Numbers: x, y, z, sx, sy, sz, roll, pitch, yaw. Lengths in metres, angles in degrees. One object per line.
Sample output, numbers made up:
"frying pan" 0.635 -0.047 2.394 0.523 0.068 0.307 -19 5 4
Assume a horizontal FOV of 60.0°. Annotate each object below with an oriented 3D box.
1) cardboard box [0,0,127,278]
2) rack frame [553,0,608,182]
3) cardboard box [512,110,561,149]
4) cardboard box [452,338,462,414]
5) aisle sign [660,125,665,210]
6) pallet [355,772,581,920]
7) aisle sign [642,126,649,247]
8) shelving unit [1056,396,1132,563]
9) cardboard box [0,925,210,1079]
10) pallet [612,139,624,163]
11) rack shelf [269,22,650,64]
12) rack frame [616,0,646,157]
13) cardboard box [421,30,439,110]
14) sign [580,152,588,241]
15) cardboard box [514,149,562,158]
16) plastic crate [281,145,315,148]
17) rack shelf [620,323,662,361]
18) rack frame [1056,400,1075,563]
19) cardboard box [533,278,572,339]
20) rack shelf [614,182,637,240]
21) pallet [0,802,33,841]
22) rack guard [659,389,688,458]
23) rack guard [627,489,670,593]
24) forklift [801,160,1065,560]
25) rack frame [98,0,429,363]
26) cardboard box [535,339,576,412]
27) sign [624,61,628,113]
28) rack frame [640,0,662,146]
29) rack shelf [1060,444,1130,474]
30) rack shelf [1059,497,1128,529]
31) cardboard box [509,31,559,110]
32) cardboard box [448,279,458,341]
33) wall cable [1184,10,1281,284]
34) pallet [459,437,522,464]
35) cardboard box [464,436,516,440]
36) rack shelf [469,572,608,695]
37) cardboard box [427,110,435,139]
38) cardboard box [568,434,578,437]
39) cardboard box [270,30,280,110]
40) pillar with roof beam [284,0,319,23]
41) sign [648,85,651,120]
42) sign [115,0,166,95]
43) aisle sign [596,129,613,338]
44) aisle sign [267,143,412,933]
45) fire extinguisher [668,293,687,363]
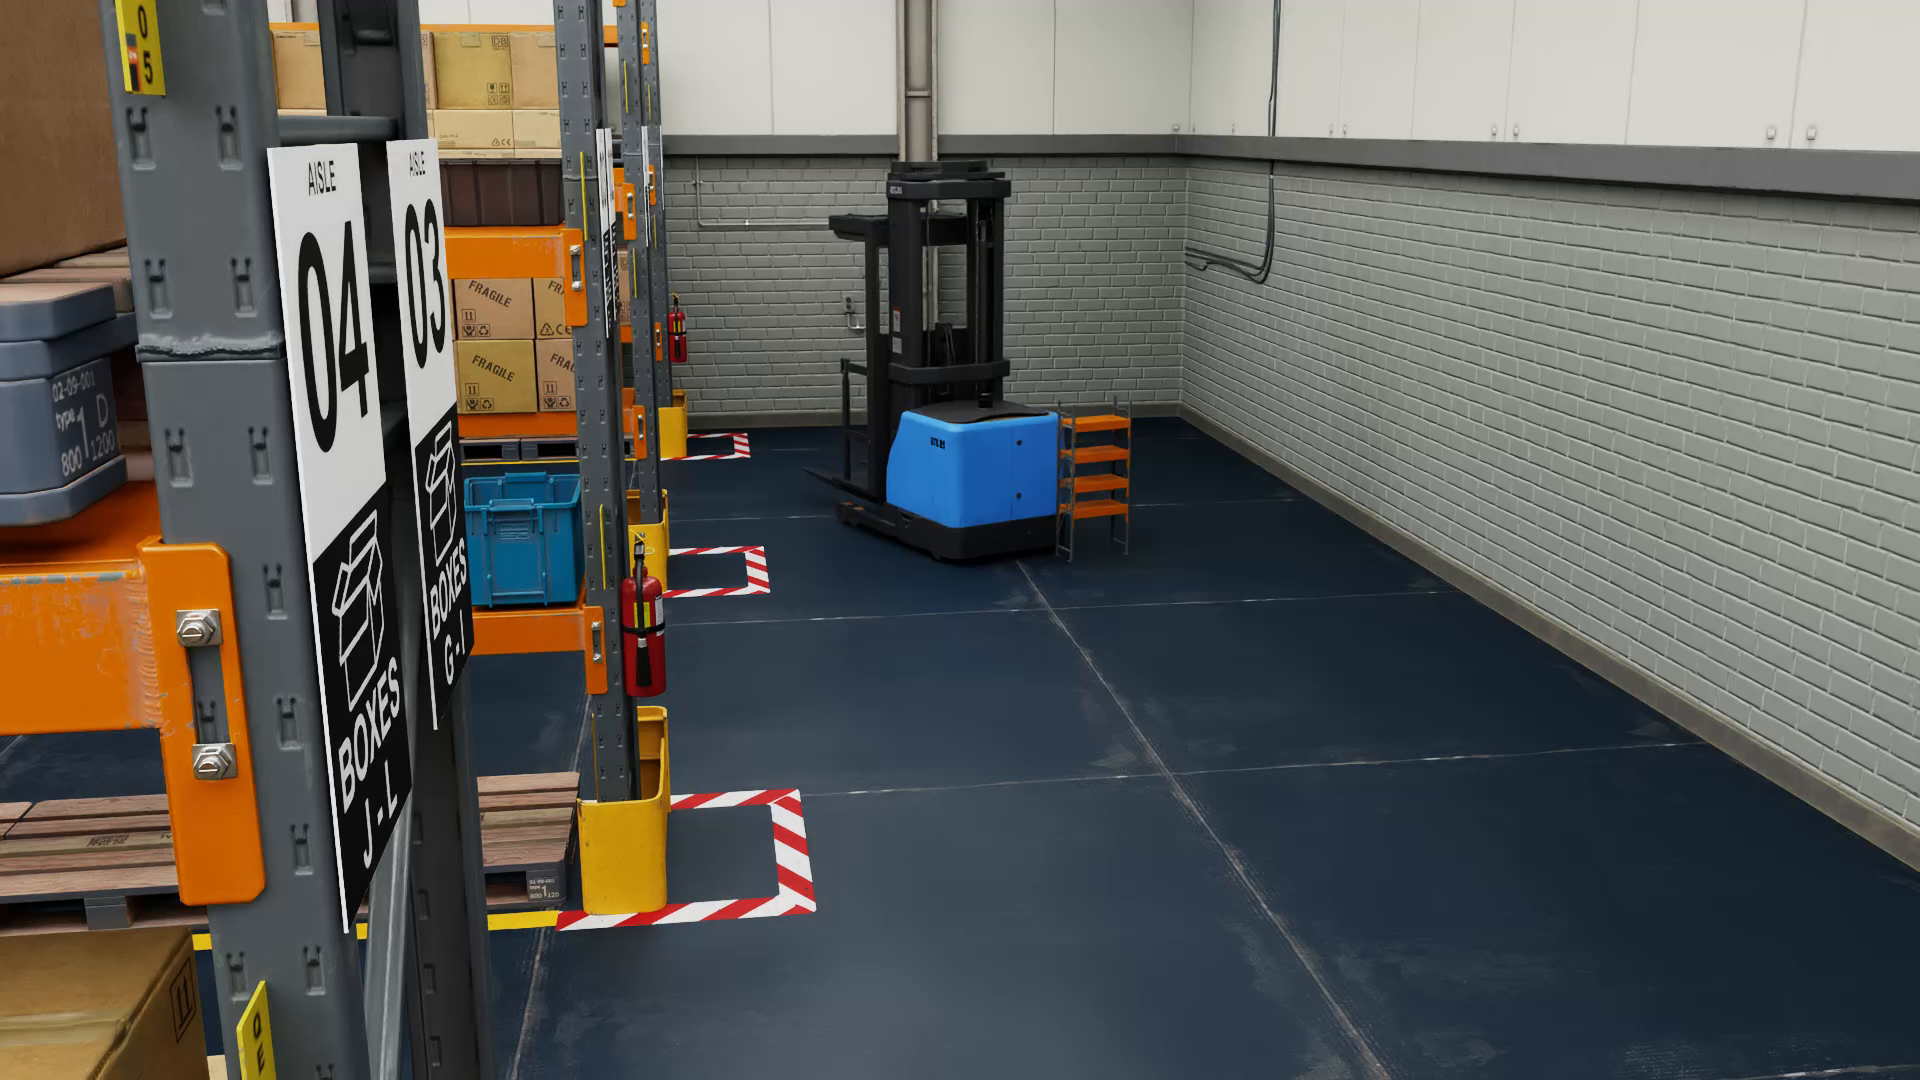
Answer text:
"cardboard box" -1.284 -0.557 1.834 0.500 0.500 0.700 -3 14 -12
"rack frame" -1.516 -2.934 6.422 0.127 3.000 1.000 -2 14 -8
"cardboard box" -2.720 -2.760 11.177 0.500 0.250 0.500 -2 14 -8
"cardboard box" -3.659 -1.146 11.420 0.500 0.500 0.500 -2 14 -8
"aisle sign" -2.876 -3.599 16.060 0.004 0.787 0.394 -2 14 -8
"pallet" -2.337 1.349 7.409 1.213 0.211 1.003 -2 14 -8
"aisle sign" -2.137 -2.405 11.303 0.004 0.787 0.394 -2 14 -8
"shelving unit" 1.010 -0.465 12.608 0.503 1.200 0.258 -7 16 -25
"cardboard box" -1.220 0.813 1.969 0.500 0.500 0.500 -2 14 -8
"pallet" -3.724 -3.790 16.182 1.213 0.211 1.003 -2 14 -8
"rack shelf" -4.969 -4.702 15.771 4.000 0.370 1.077 -2 14 -8
"rack frame" -2.250 -4.126 11.173 0.127 3.000 1.000 -2 14 -8
"cardboard box" -3.741 -3.140 11.148 0.500 0.500 0.700 -2 14 -8
"sign" -1.418 -1.297 6.274 0.005 0.325 0.100 -2 14 -8
"cardboard box" -2.719 -2.516 11.229 0.500 0.250 0.500 -2 14 -8
"plastic crate" -3.067 -1.460 6.837 0.767 0.338 0.504 -2 14 -8
"rack shelf" -4.969 -1.986 16.452 4.000 0.370 1.077 -2 14 -8
"rack frame" 0.792 -0.438 12.503 0.015 1.200 0.240 -7 16 -25
"cardboard box" -2.649 -1.667 11.441 0.500 0.500 0.500 -2 14 -9
"rack shelf" -4.228 -2.249 11.337 4.000 0.370 1.077 -2 14 -8
"pallet" -4.750 1.437 7.056 1.213 0.211 1.003 -2 14 -8
"rack guard" -2.968 -1.196 16.961 0.348 0.500 1.175 -2 14 -8
"rack guard" -2.325 -0.001 12.196 0.348 0.500 1.175 -2 14 -8
"forklift" -0.370 -1.581 13.500 1.130 2.935 3.031 -8 16 -29
"rack frame" -0.778 -1.743 1.671 0.127 3.000 1.000 -2 14 -8
"cardboard box" -2.652 -1.183 11.565 0.500 0.500 0.500 -2 14 -7
"sign" -2.187 -2.966 10.895 0.005 0.325 0.100 -2 14 -8
"rack frame" -2.992 -5.317 15.924 0.127 3.000 1.000 -2 14 -8
"rack shelf" 1.010 -0.616 12.570 0.480 0.148 0.258 -7 16 -25
"rack shelf" 1.010 -0.207 12.673 0.480 0.148 0.258 -7 16 -25
"cardboard box" -2.755 -3.182 11.314 0.500 0.500 0.700 -2 14 -8
"cardboard box" -3.660 -1.628 11.288 0.500 0.500 0.500 -2 14 -7
"wall cable" 2.654 -3.930 16.776 0.112 2.526 3.097 -2 14 -8
"pallet" -4.974 -0.963 16.629 1.213 0.211 1.003 -2 14 -8
"cardboard box" -4.661 -1.312 16.564 0.500 0.500 0.700 -3 14 -10
"rack shelf" -3.493 0.397 6.950 4.000 0.370 1.077 -2 14 -8
"cardboard box" -3.709 -2.725 11.036 0.500 0.250 0.500 -2 14 -8
"cardboard box" -3.669 -1.349 16.710 0.500 0.500 0.700 -2 14 -8
"cardboard box" -4.721 -3.090 10.948 0.500 0.500 0.700 -2 14 -8
"pillar with roof beam" -5.742 -4.370 12.148 0.400 9.000 9.100 -2 14 -8
"sign" -2.925 -4.122 15.668 0.005 0.325 0.100 -2 14 -8
"sign" -0.711 -0.548 1.416 0.005 0.325 0.100 -2 14 -8
"aisle sign" -1.401 -1.217 6.565 0.004 0.787 0.394 -2 14 -8
"aisle sign" -0.662 -0.024 1.807 0.004 0.787 0.394 -2 14 -8
"fire extinguisher" -2.774 -2.083 16.288 0.183 0.674 0.296 -2 14 -8
